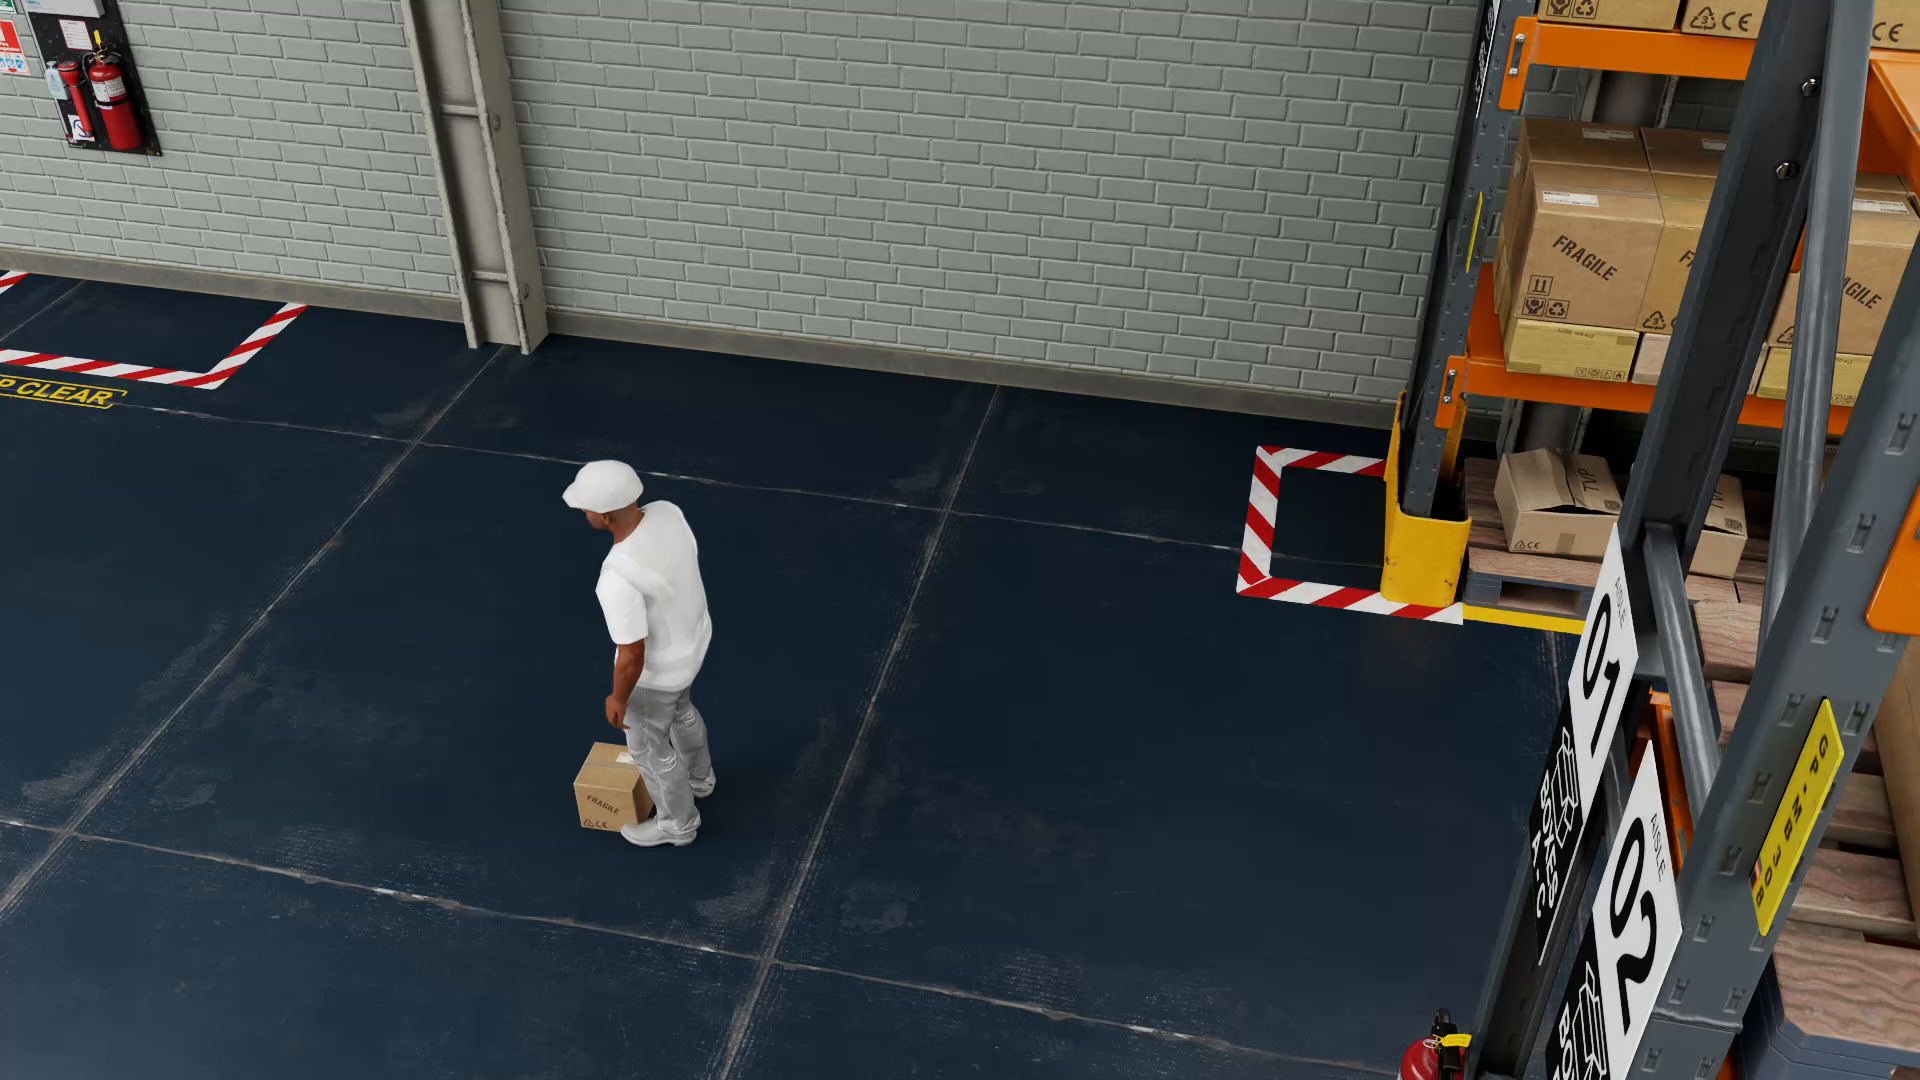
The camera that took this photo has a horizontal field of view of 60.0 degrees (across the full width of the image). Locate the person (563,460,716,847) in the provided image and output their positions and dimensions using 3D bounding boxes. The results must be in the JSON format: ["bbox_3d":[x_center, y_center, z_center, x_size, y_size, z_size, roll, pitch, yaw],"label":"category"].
[{"bbox_3d":[-1.186,0.433,6.361,0.456,1.761,0.627,8,37,10],"label":"person"}]
